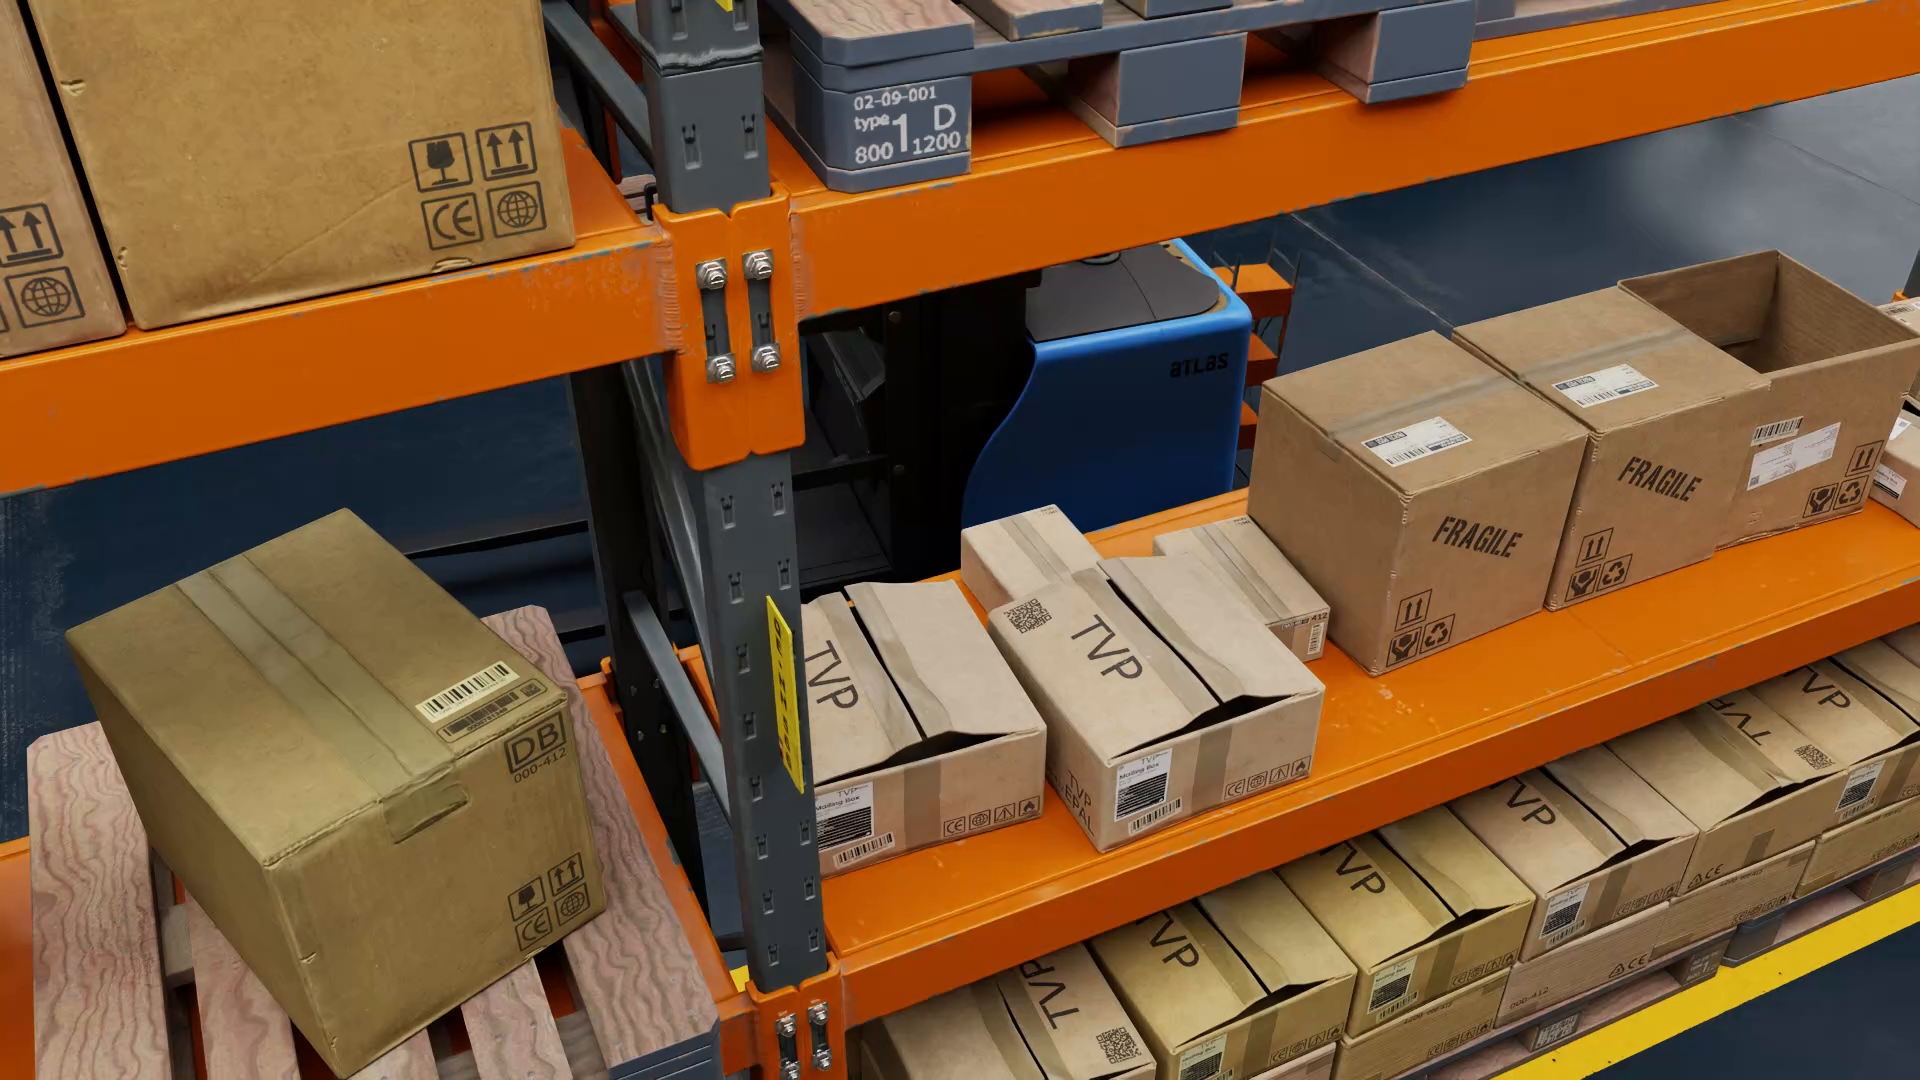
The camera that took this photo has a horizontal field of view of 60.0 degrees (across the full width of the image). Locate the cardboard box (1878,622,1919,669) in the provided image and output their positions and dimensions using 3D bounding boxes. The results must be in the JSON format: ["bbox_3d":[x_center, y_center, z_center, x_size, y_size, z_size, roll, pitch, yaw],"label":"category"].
[{"bbox_3d":[2.873,0.334,4.766,0.500,0.311,0.500,-16,39,-20],"label":"cardboard box"}]

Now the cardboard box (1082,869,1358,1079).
[{"bbox_3d":[0.567,0.978,3.899,0.500,0.311,0.500,-17,40,-21],"label":"cardboard box"}]

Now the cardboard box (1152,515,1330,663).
[{"bbox_3d":[0.627,0.127,3.772,0.250,0.149,0.380,-13,38,-17],"label":"cardboard box"}]

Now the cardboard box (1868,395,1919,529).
[{"bbox_3d":[2.400,-0.258,4.193,0.258,0.266,0.396,-17,40,-21],"label":"cardboard box"}]

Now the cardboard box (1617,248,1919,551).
[{"bbox_3d":[1.939,-0.355,4.126,0.500,0.500,0.500,-13,38,-17],"label":"cardboard box"}]

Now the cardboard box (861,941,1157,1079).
[{"bbox_3d":[0.096,1.115,3.713,0.500,0.311,0.500,-14,39,-18],"label":"cardboard box"}]

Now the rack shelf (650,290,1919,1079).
[{"bbox_3d":[1.307,0.162,4.118,4.000,0.370,1.077,-16,39,-20],"label":"rack shelf"}]

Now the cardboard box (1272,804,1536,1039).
[{"bbox_3d":[1.030,0.850,4.071,0.500,0.311,0.500,-17,40,-21],"label":"cardboard box"}]

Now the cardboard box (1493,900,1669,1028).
[{"bbox_3d":[1.483,0.948,4.409,0.500,0.250,0.500,-15,39,-19],"label":"cardboard box"}]

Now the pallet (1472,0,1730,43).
[{"bbox_3d":[1.084,-1.255,3.064,1.213,0.211,1.003,-14,39,-18],"label":"pallet"}]

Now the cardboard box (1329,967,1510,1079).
[{"bbox_3d":[1.018,1.078,4.234,0.500,0.250,0.500,-17,40,-21],"label":"cardboard box"}]

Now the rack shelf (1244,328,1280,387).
[{"bbox_3d":[1.017,-0.620,6.207,0.240,0.259,0.215,-8,37,-18],"label":"rack shelf"}]

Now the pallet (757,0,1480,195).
[{"bbox_3d":[0.073,-0.970,2.680,1.003,0.211,1.213,-14,39,-18],"label":"pallet"}]

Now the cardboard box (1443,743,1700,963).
[{"bbox_3d":[1.495,0.720,4.247,0.500,0.311,0.500,-16,39,-21],"label":"cardboard box"}]

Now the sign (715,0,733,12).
[{"bbox_3d":[-0.275,-0.740,1.778,0.005,0.325,0.100,-16,39,-20],"label":"sign"}]

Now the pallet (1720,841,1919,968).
[{"bbox_3d":[2.467,0.694,5.137,1.213,0.211,1.003,-16,39,-20],"label":"pallet"}]

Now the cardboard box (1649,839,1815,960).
[{"bbox_3d":[1.944,0.820,4.582,0.500,0.250,0.500,-15,39,-19],"label":"cardboard box"}]

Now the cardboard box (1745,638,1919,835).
[{"bbox_3d":[2.405,0.469,4.584,0.500,0.311,0.500,-15,39,-19],"label":"cardboard box"}]

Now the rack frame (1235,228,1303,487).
[{"bbox_3d":[1.132,-0.644,6.239,0.008,1.050,0.200,-8,37,-18],"label":"rack frame"}]

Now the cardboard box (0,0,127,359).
[{"bbox_3d":[-1.346,-0.608,1.950,0.500,0.500,0.910,-16,39,-20],"label":"cardboard box"}]

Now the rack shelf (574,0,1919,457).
[{"bbox_3d":[1.307,-1.043,3.224,4.000,0.370,1.077,-16,39,-20],"label":"rack shelf"}]

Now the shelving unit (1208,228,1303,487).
[{"bbox_3d":[1.017,-0.629,6.201,0.252,1.050,0.215,-8,37,-18],"label":"shelving unit"}]

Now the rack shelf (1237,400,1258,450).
[{"bbox_3d":[0.995,-0.393,6.366,0.240,0.259,0.215,-8,37,-18],"label":"rack shelf"}]

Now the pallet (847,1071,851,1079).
[{"bbox_3d":[0.258,1.312,4.304,1.213,0.211,1.003,-16,39,-20],"label":"pallet"}]

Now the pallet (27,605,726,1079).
[{"bbox_3d":[-1.087,0.666,2.996,1.003,0.211,1.213,-16,39,-20],"label":"pallet"}]

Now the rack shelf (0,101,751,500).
[{"bbox_3d":[-2.314,-0.031,1.859,4.000,0.370,1.077,-16,39,-20],"label":"rack shelf"}]

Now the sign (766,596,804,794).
[{"bbox_3d":[-0.264,0.236,2.508,0.005,0.325,0.100,-16,39,-20],"label":"sign"}]

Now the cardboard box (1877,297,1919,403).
[{"bbox_3d":[2.690,-0.425,4.431,0.500,0.250,0.500,-13,39,-17],"label":"cardboard box"}]

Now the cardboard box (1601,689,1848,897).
[{"bbox_3d":[1.952,0.594,4.416,0.500,0.311,0.500,-16,39,-20],"label":"cardboard box"}]

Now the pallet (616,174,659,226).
[{"bbox_3d":[-1.887,-1.348,7.891,1.213,0.211,1.003,-16,39,-20],"label":"pallet"}]

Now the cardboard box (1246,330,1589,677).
[{"bbox_3d":[1.009,-0.095,3.776,0.500,0.500,0.500,-18,40,-22],"label":"cardboard box"}]

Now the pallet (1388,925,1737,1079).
[{"bbox_3d":[1.361,1.005,4.718,1.213,0.211,1.003,-16,39,-20],"label":"pallet"}]

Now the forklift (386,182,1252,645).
[{"bbox_3d":[-0.589,-1.058,5.215,3.031,2.935,1.130,-11,38,-15],"label":"forklift"}]

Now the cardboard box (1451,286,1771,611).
[{"bbox_3d":[1.485,-0.228,3.955,0.500,0.500,0.500,-16,39,-20],"label":"cardboard box"}]

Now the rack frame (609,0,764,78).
[{"bbox_3d":[-0.503,-2.031,1.434,0.127,3.000,1.000,-16,39,-20],"label":"rack frame"}]

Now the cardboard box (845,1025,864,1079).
[{"bbox_3d":[-0.131,1.050,4.272,0.500,0.250,0.500,-15,39,-19],"label":"cardboard box"}]

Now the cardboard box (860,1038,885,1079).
[{"bbox_3d":[0.096,1.341,3.880,0.500,0.250,0.500,-16,39,-20],"label":"cardboard box"}]

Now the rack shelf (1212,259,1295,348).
[{"bbox_3d":[1.039,-0.852,6.045,0.240,0.259,0.215,-8,37,-18],"label":"rack shelf"}]

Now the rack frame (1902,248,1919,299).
[{"bbox_3d":[3.118,-0.633,4.586,0.127,3.000,1.000,-16,39,-20],"label":"rack frame"}]

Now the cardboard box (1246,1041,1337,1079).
[{"bbox_3d":[0.550,1.213,4.052,0.500,0.250,0.500,-17,40,-21],"label":"cardboard box"}]

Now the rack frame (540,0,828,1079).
[{"bbox_3d":[-0.503,0.379,3.221,0.127,3.000,1.000,-16,39,-20],"label":"rack frame"}]

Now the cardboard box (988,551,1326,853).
[{"bbox_3d":[0.389,0.293,3.412,0.500,0.311,0.500,-16,39,-20],"label":"cardboard box"}]

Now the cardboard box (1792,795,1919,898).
[{"bbox_3d":[2.407,0.691,4.757,0.500,0.250,0.500,-16,40,-21],"label":"cardboard box"}]

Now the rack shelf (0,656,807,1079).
[{"bbox_3d":[-2.314,1.174,2.753,4.000,0.370,1.077,-16,39,-20],"label":"rack shelf"}]

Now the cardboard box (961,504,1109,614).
[{"bbox_3d":[0.193,0.103,3.804,0.250,0.149,0.380,-16,39,-20],"label":"cardboard box"}]

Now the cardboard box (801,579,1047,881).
[{"bbox_3d":[-0.156,0.346,3.340,0.500,0.311,0.500,-13,39,-17],"label":"cardboard box"}]

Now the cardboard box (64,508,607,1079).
[{"bbox_3d":[-1.026,0.390,2.769,0.500,0.500,0.700,-30,46,-34],"label":"cardboard box"}]

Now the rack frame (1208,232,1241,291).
[{"bbox_3d":[0.902,-0.613,6.163,0.008,1.050,0.200,-8,37,-18],"label":"rack frame"}]

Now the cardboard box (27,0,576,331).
[{"bbox_3d":[-0.884,-0.737,2.124,0.500,0.500,0.910,-16,39,-20],"label":"cardboard box"}]
